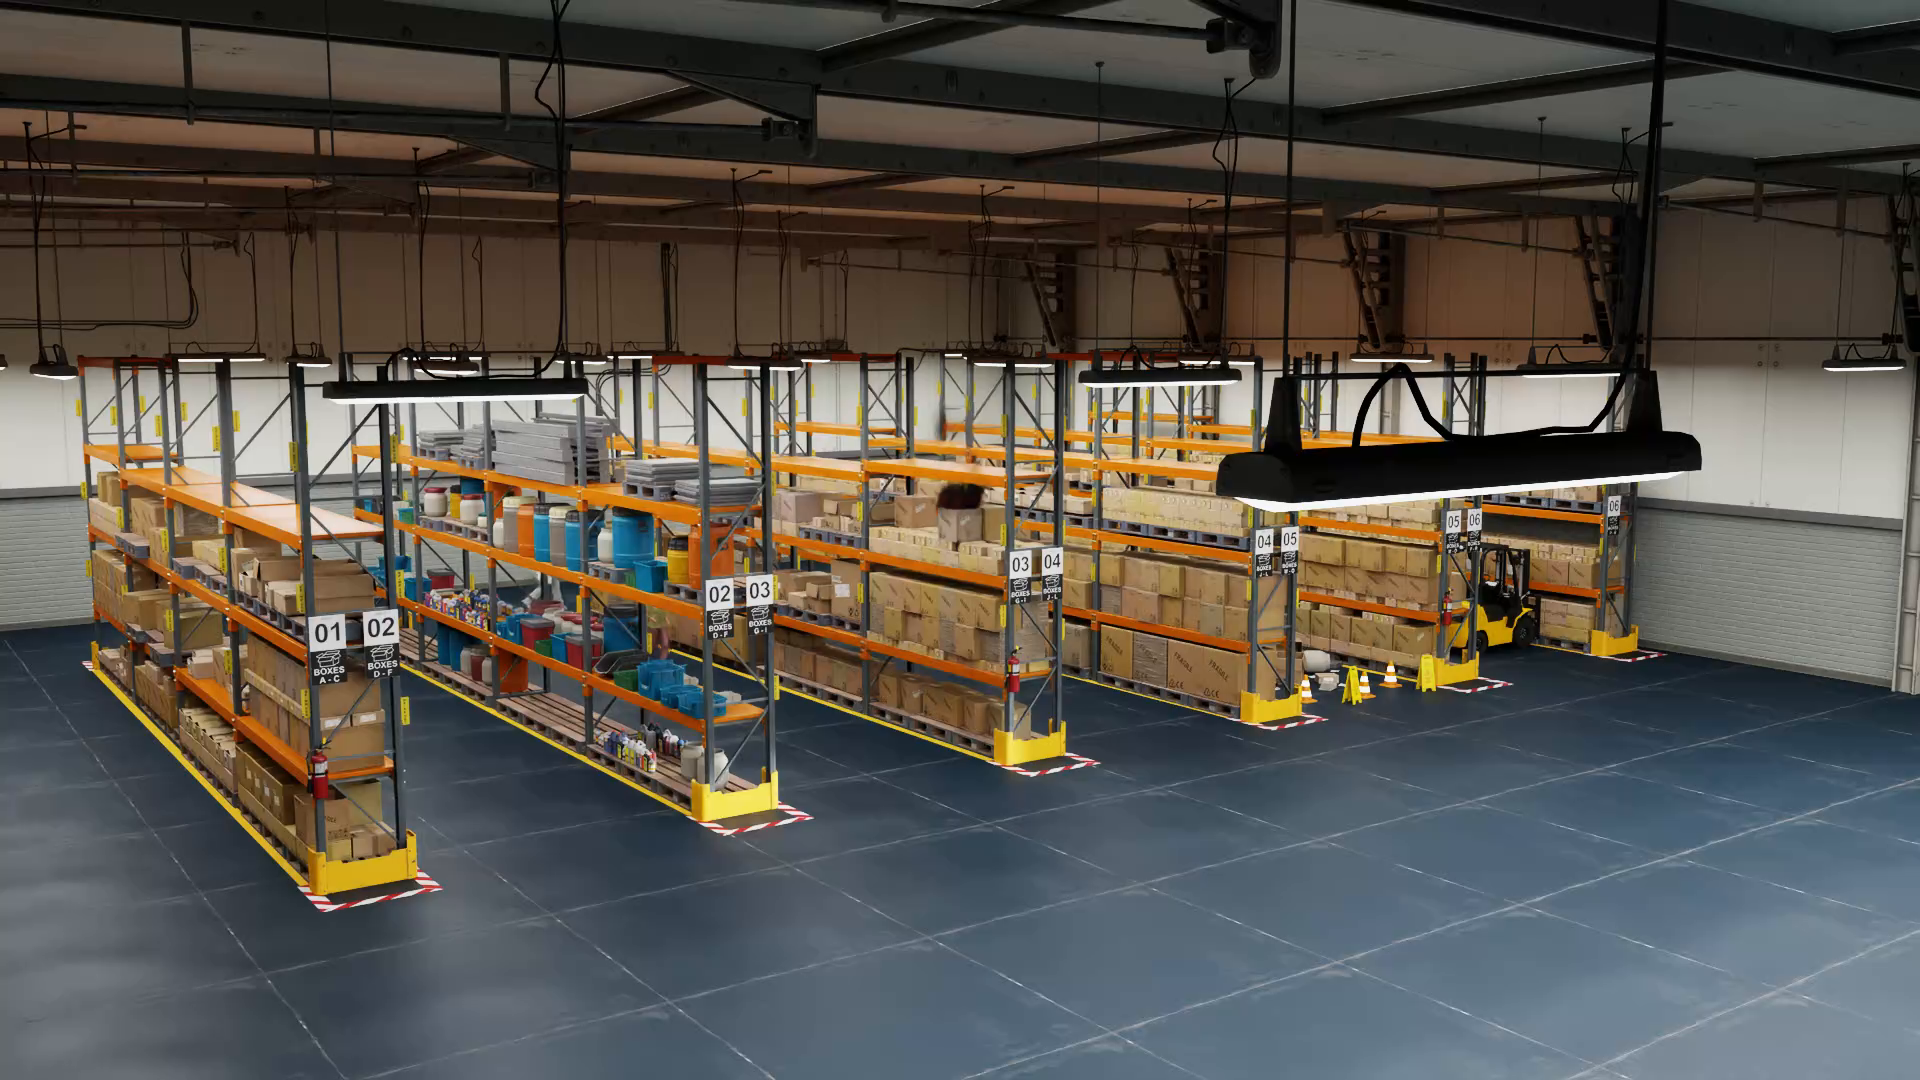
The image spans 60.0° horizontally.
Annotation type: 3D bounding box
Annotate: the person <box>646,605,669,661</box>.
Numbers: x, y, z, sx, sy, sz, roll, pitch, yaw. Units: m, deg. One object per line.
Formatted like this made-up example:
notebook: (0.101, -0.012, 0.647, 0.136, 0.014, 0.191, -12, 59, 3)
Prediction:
person: (-5.827, 1.659, 31.845, 0.566, 1.647, 0.875, -5, 9, -38)

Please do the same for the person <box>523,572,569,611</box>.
person: (-9.628, 0.774, 38.559, 1.046, 1.815, 0.725, -2, 7, -15)
